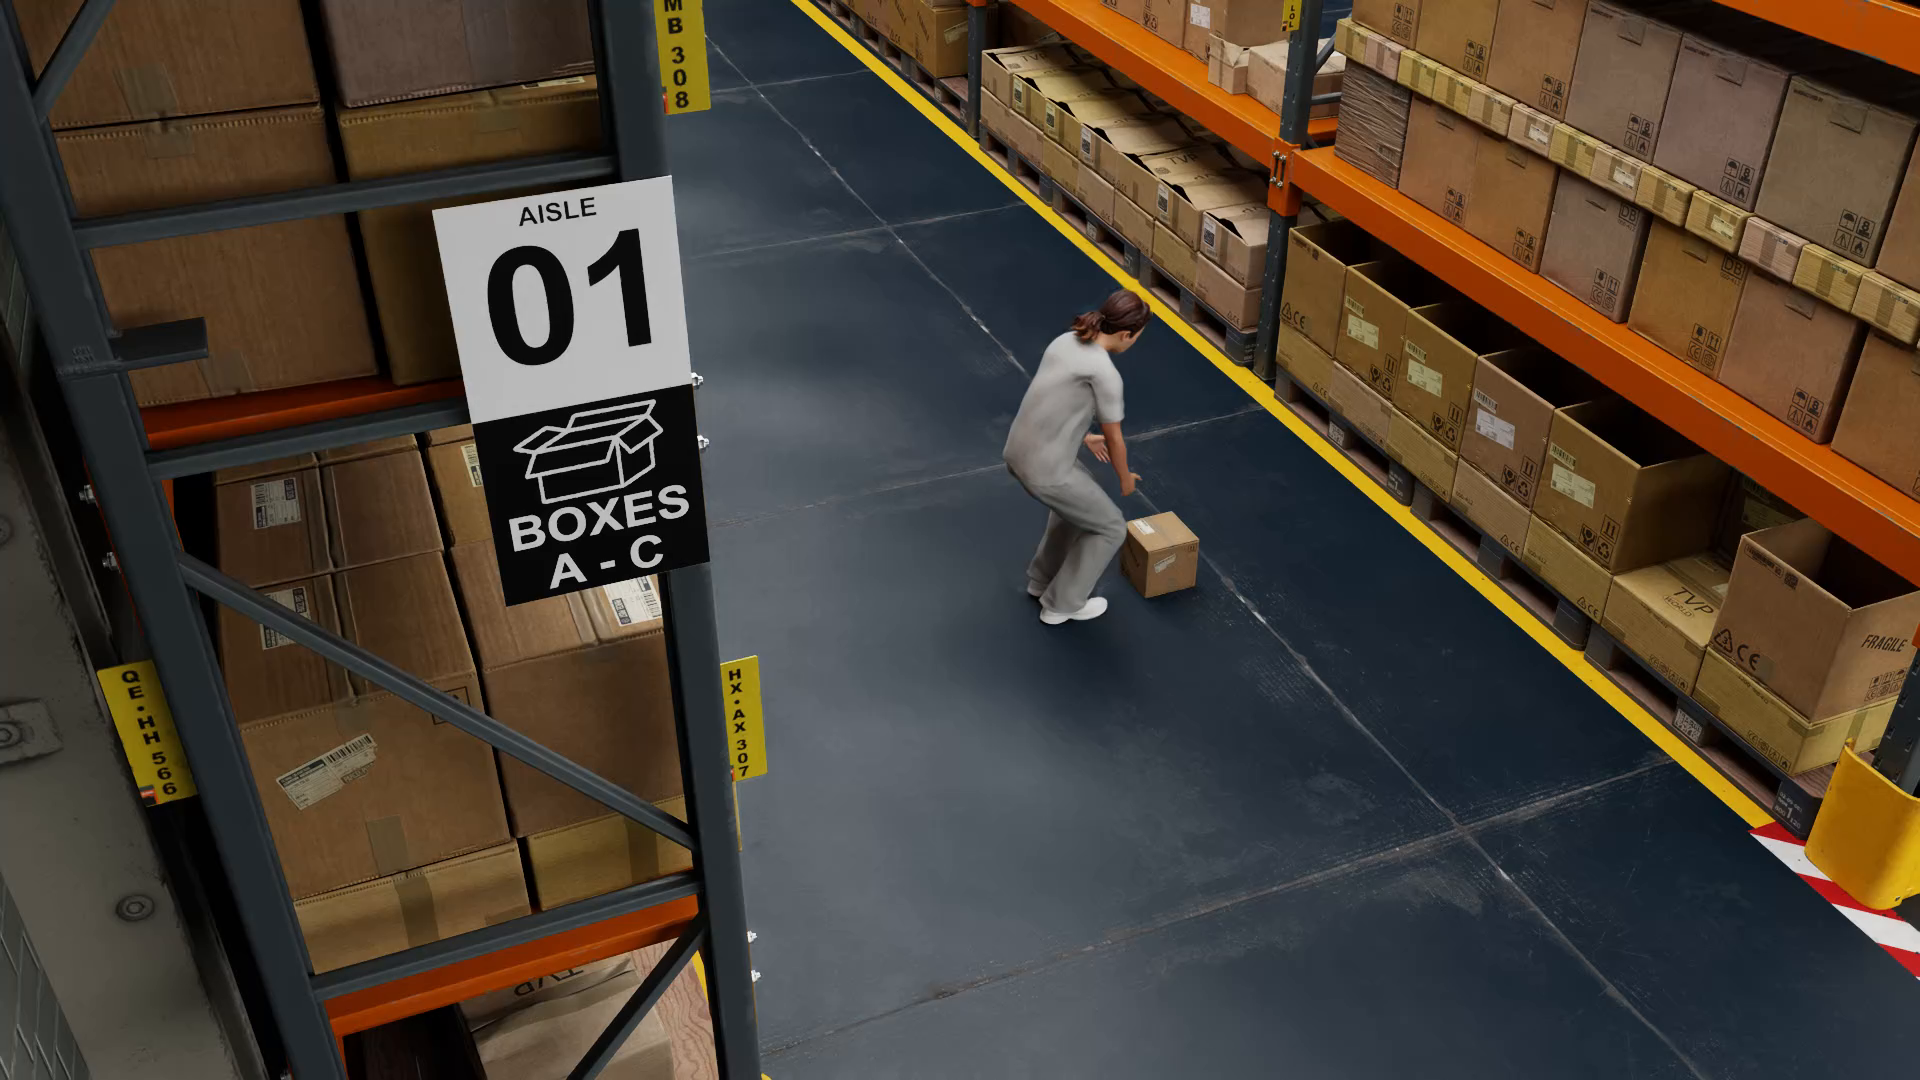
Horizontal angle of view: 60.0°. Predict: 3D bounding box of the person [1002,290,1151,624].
[{"bbox_3d":[0.474,-0.347,6.904,0.616,1.417,0.490,-13,36,-18],"label":"person"}]
